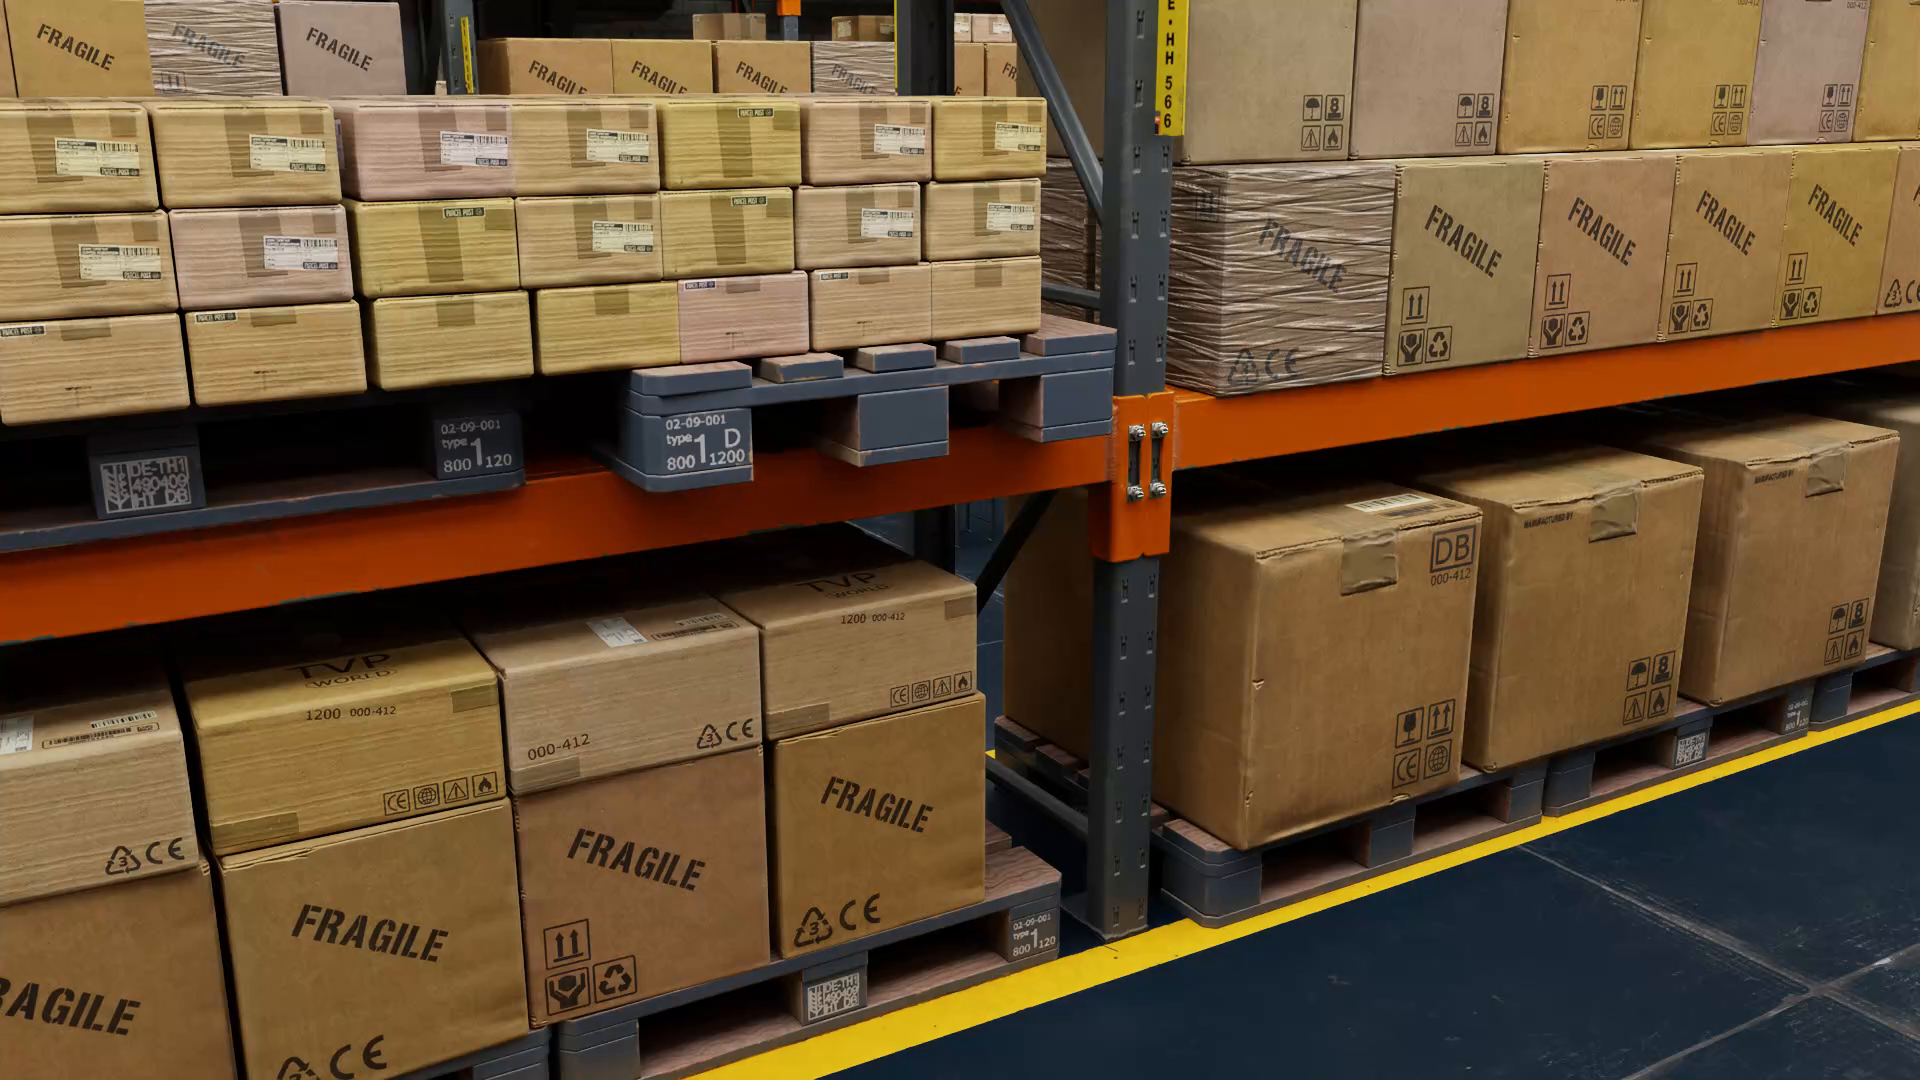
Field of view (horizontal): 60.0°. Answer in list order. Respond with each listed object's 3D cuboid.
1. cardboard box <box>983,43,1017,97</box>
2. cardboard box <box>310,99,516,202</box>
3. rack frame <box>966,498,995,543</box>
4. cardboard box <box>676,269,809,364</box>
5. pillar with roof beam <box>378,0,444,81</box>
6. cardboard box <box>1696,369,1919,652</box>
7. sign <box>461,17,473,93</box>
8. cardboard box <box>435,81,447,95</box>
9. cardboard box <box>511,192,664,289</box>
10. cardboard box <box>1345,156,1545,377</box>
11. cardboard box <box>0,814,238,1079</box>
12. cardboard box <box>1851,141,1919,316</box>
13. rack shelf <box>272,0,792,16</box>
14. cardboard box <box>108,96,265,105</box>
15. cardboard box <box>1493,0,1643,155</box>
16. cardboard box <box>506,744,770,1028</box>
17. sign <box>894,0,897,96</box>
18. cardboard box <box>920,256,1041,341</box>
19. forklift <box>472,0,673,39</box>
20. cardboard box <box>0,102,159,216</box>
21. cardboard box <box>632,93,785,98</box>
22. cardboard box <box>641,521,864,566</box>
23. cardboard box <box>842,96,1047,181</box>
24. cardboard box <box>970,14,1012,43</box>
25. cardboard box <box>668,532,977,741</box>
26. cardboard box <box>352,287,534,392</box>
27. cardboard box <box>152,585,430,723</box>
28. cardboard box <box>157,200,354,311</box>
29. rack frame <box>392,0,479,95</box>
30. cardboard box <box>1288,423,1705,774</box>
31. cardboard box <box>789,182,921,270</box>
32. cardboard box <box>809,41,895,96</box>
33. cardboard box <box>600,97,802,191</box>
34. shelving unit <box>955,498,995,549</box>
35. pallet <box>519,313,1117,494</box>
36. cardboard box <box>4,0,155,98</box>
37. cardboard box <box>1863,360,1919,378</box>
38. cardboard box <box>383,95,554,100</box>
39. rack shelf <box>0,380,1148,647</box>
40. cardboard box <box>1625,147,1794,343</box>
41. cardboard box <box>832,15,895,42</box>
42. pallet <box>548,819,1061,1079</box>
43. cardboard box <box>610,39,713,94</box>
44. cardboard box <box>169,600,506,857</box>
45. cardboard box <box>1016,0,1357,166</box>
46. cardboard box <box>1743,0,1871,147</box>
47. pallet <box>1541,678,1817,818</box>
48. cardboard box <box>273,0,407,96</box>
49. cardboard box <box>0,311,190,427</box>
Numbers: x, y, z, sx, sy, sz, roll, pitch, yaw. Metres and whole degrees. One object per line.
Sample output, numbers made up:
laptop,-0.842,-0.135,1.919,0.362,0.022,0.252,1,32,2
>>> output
cardboard box,0.236,-2.497,9.247,0.500,0.500,0.500,-9,18,-29
cardboard box,-0.916,-0.656,2.777,0.250,0.149,0.380,-9,18,-30
rack frame,0.091,-0.592,7.300,0.006,1.200,0.240,-9,18,-30
cardboard box,-0.475,-0.440,3.108,0.250,0.149,0.380,-9,18,-29
pillar with roof beam,-2.180,-5.165,9.162,0.400,9.000,9.100,-9,18,-30
cardboard box,3.088,-0.171,5.853,0.750,0.750,1.050,-9,18,-30
sign,-2.202,-2.164,7.427,0.005,0.325,0.100,-9,18,-30
cardboard box,-3.972,-3.337,12.371,0.250,0.149,0.380,-9,18,-29
cardboard box,-0.710,-0.544,2.930,0.250,0.149,0.380,-9,18,-30
cardboard box,1.104,-0.723,4.245,0.500,0.500,0.500,-9,18,-30
cardboard box,-1.619,0.763,2.983,0.500,0.500,0.500,-9,18,-29
cardboard box,2.831,-1.003,5.244,0.500,0.500,0.500,-9,18,-30
rack shelf,-3.336,-4.258,12.819,4.000,0.370,1.077,-9,18,-30
cardboard box,-1.476,-0.768,3.179,0.250,0.149,0.380,-9,18,-28
cardboard box,1.407,-1.335,4.578,0.500,0.500,0.700,-10,18,-31
cardboard box,-0.731,0.622,3.488,0.500,0.500,0.500,-8,18,-27
sign,-0.143,-1.289,4.304,0.005,0.325,0.100,-9,18,-30
cardboard box,-0.041,-0.509,3.357,0.250,0.149,0.380,-9,18,-29
forklift,-2.431,-2.461,10.759,3.031,2.935,1.130,-9,18,-29
cardboard box,-1.372,-0.581,2.512,0.250,0.149,0.380,-9,18,-28
cardboard box,-0.579,-0.913,3.696,0.250,0.149,0.380,-10,18,-31
cardboard box,-0.570,0.077,4.042,0.500,0.250,0.500,-10,19,-32
cardboard box,-0.039,-0.797,3.280,0.250,0.149,0.380,-10,19,-32
cardboard box,0.075,-2.781,9.057,0.250,0.149,0.380,-10,18,-31
cardboard box,-0.306,0.193,3.628,0.500,0.250,0.500,-10,18,-31
cardboard box,-0.920,-0.368,2.852,0.250,0.149,0.380,-10,19,-32
cardboard box,-1.436,0.213,3.555,0.500,0.250,0.500,-9,18,-29
cardboard box,-1.148,-0.474,2.679,0.250,0.149,0.380,-9,18,-28
rack frame,-2.490,-1.734,8.040,0.127,3.000,1.000,-9,18,-30
cardboard box,1.461,0.092,4.915,0.750,0.750,1.050,-9,18,-29
cardboard box,-0.271,-0.616,3.187,0.250,0.149,0.380,-8,18,-28
cardboard box,-0.658,-2.354,8.736,0.500,0.500,0.500,-10,19,-32
cardboard box,-0.480,-0.726,3.027,0.250,0.149,0.380,-9,18,-28
shelving unit,0.012,-0.580,7.255,0.189,1.200,0.258,-9,18,-30
pallet,-0.411,-0.387,3.589,1.003,0.211,1.213,-9,18,-30
cardboard box,-3.664,-1.991,6.917,0.500,0.500,0.500,-9,18,-30
cardboard box,4.149,-0.410,6.472,0.875,0.875,0.875,-9,18,-29
cardboard box,-1.019,-0.844,3.447,0.250,0.149,0.380,-10,19,-32
rack shelf,-1.569,0.021,3.109,4.000,0.370,1.077,-9,18,-30
cardboard box,1.964,-0.861,4.740,0.500,0.500,0.500,-9,18,-30
cardboard box,-0.525,-2.838,9.260,0.250,0.149,0.380,-8,18,-27
pallet,-0.525,0.848,3.994,1.213,0.211,1.003,-9,18,-30
cardboard box,-1.543,-2.211,8.226,0.500,0.500,0.500,-8,18,-27
cardboard box,-1.177,0.333,3.130,0.500,0.250,0.500,-9,18,-28
cardboard box,0.535,-1.193,4.070,0.500,0.500,0.700,-9,18,-30
cardboard box,2.278,-1.476,5.081,0.500,0.500,0.700,-9,18,-29
pallet,1.905,0.479,5.310,1.213,0.211,1.003,-9,18,-30
cardboard box,-2.799,-2.132,7.419,0.500,0.500,0.500,-10,18,-31
cardboard box,-1.375,-0.294,2.588,0.250,0.149,0.380,-10,19,-32
